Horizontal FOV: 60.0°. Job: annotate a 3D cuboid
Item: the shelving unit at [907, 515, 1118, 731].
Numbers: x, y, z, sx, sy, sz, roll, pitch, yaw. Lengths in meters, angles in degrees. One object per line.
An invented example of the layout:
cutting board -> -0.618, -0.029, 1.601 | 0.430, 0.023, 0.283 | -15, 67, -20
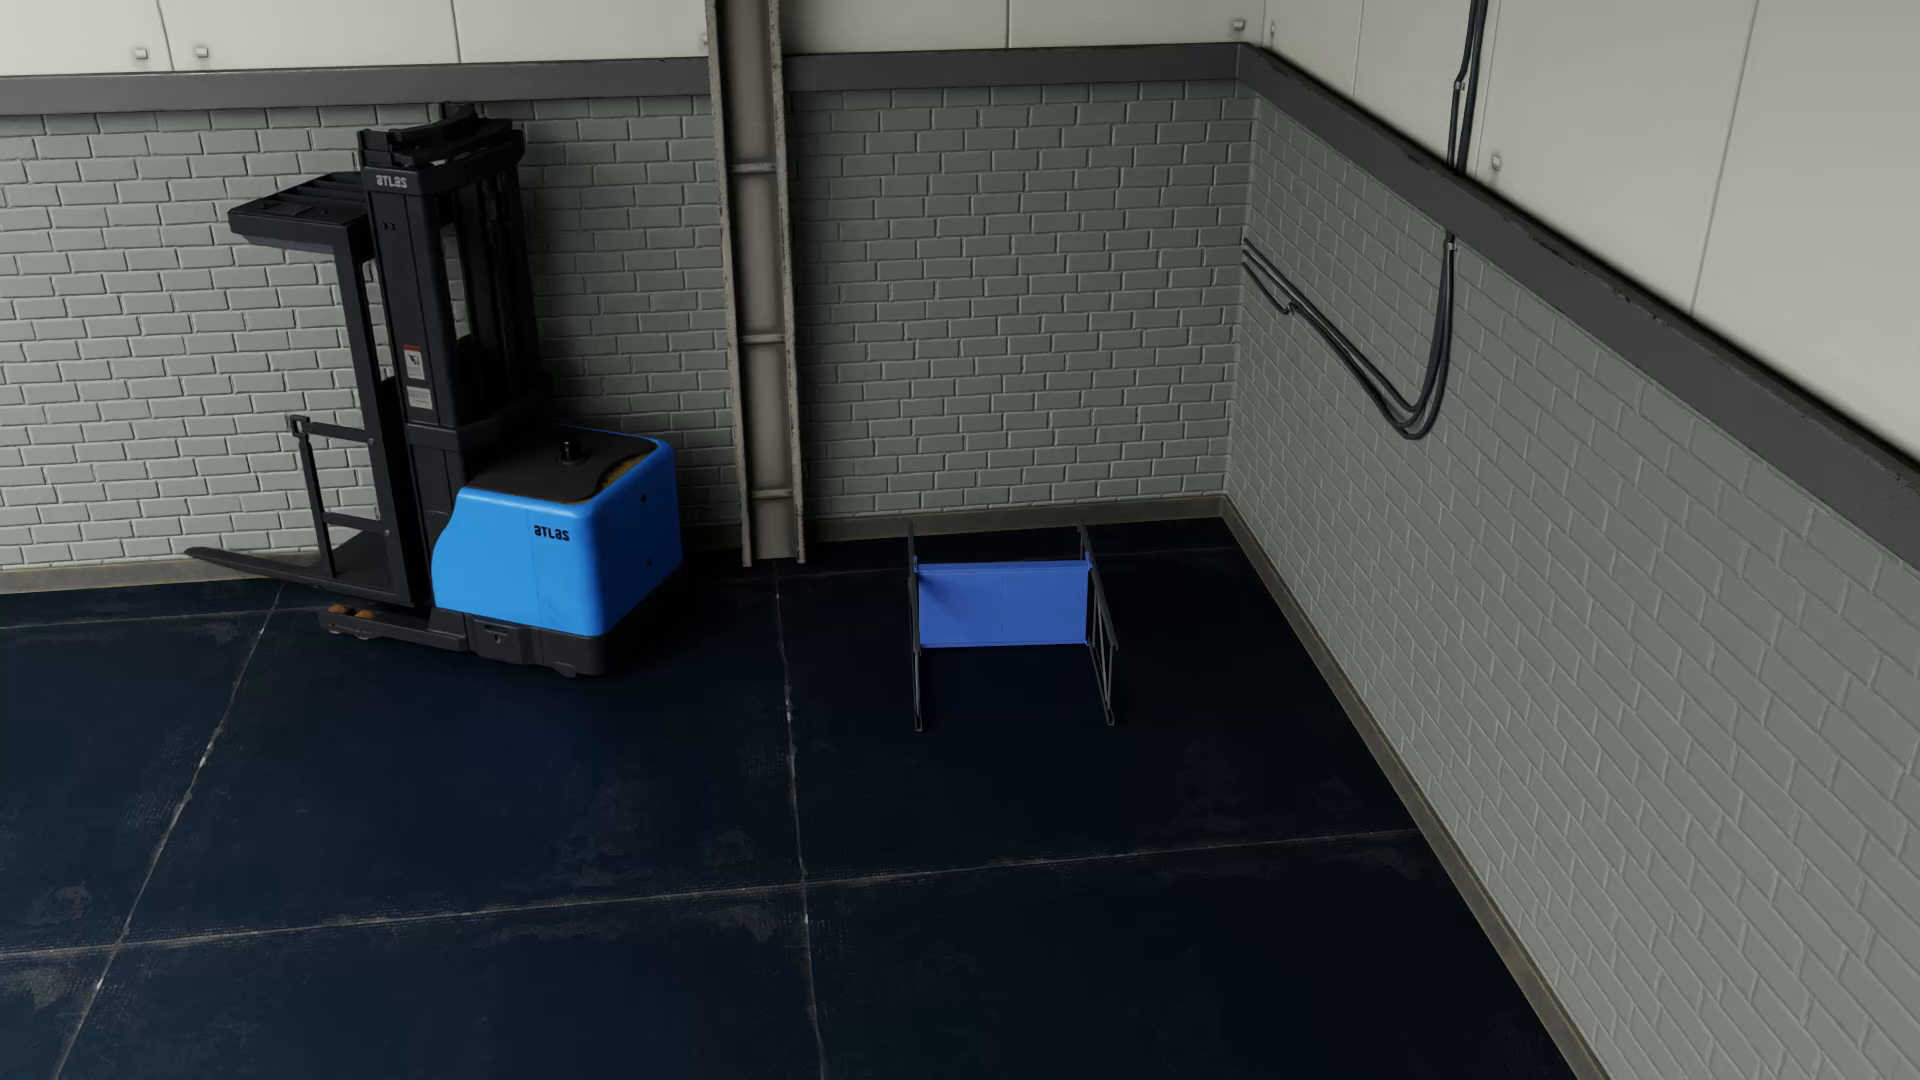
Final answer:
shelving unit -> 0.250, 0.429, 9.324 | 1.048, 0.538, 1.500 | -1, 27, -3

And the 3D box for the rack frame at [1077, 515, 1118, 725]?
rack frame -> 0.758, 0.417, 9.349 | 0.032, 0.500, 1.500 | -1, 27, -3

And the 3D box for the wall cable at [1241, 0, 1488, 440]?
wall cable -> 1.916, -2.126, 8.437 | 0.112, 2.526, 3.097 | -4, 27, -7

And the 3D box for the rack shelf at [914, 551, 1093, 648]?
rack shelf -> 0.241, 0.347, 9.484 | 1.000, 0.538, 0.185 | -1, 27, -3

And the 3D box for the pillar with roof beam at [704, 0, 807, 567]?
pillar with roof beam -> -0.586, -1.972, 4.736 | 0.400, 9.000, 9.100 | -4, 27, -7

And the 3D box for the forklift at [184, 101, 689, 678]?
forklift -> -3.194, -0.942, 9.375 | 3.031, 2.935, 1.130 | 9, 29, 18

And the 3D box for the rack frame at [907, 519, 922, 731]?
rack frame -> -0.257, 0.442, 9.300 | 0.032, 0.500, 1.500 | -1, 27, -3
